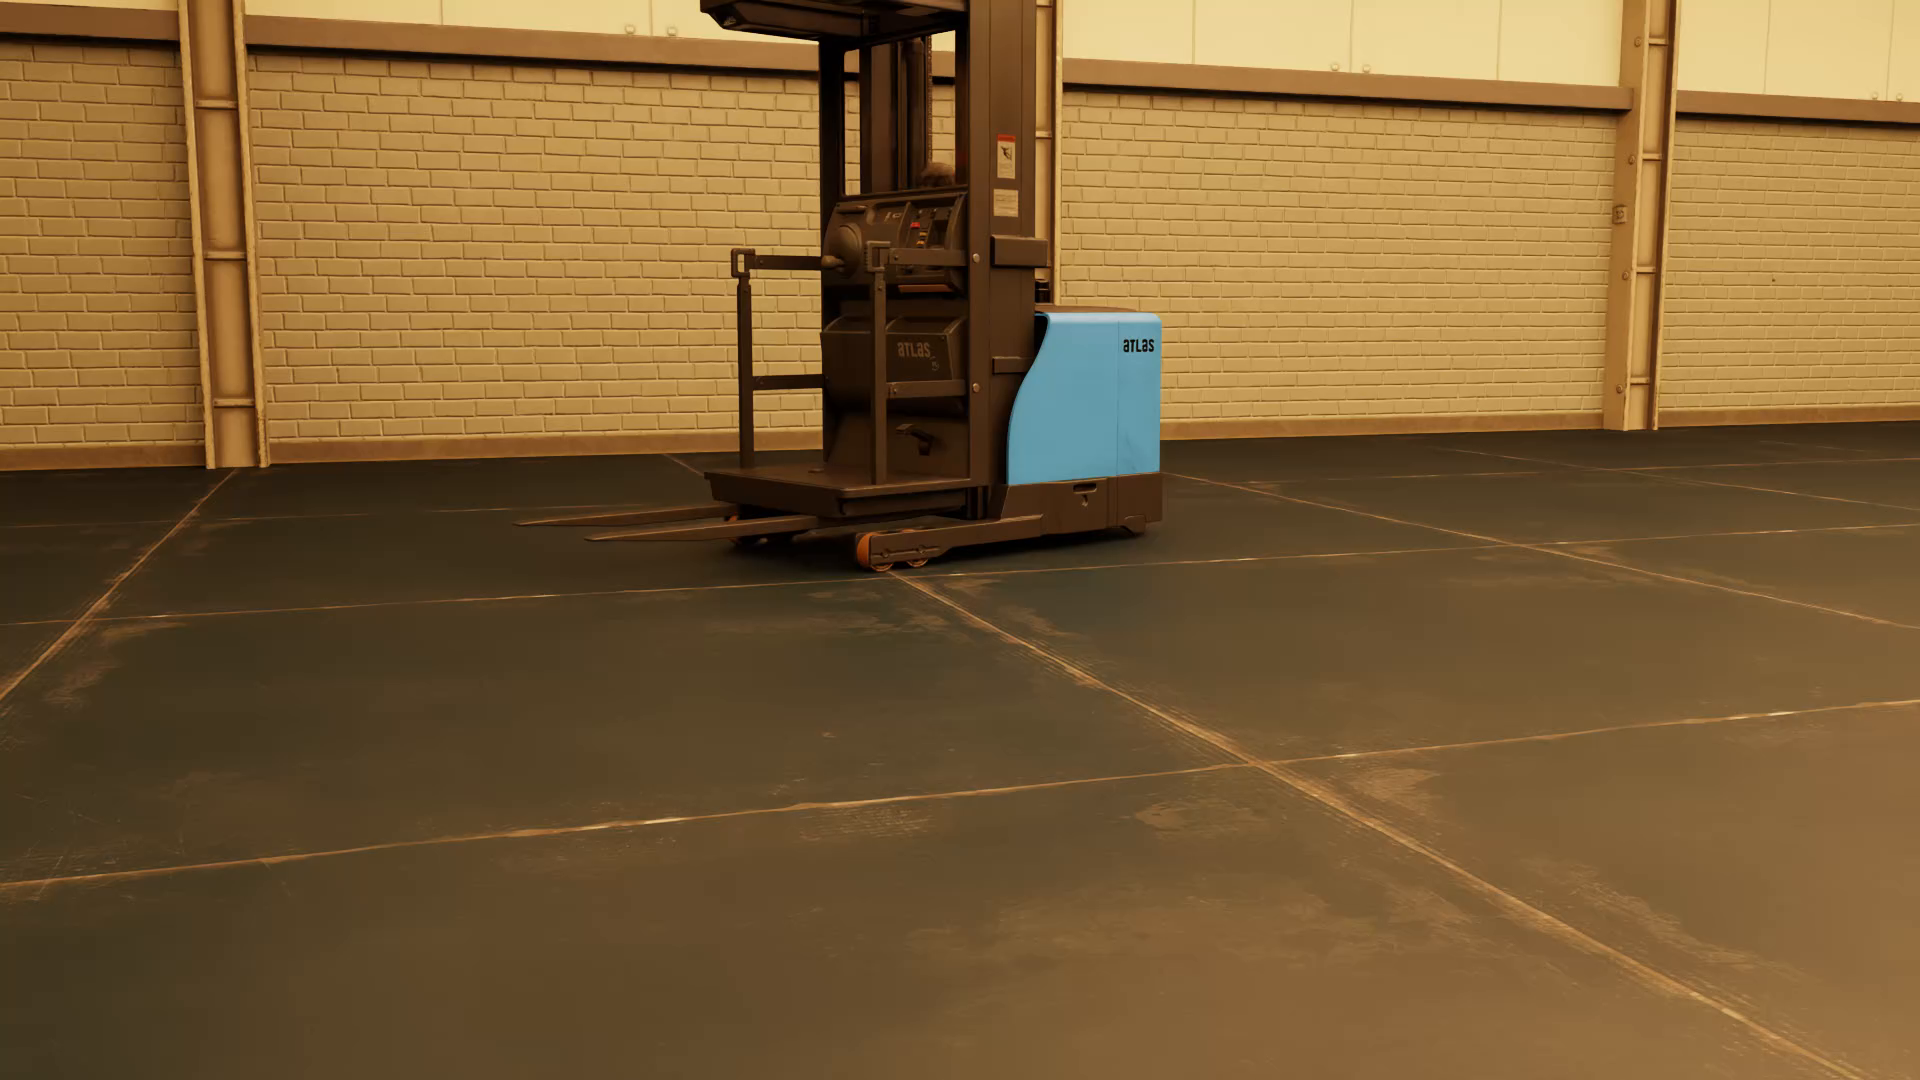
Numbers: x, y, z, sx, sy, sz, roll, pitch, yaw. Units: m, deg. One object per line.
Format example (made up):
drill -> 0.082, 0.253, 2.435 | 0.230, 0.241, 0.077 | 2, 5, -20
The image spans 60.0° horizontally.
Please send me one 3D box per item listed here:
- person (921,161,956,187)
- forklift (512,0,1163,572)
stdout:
person -> 0.081, -0.950, 7.796 | 0.537, 1.600, 0.602 | -3, 8, -18
forklift -> -0.461, -1.399, 7.333 | 3.031, 2.935, 1.130 | -7, 10, -40
